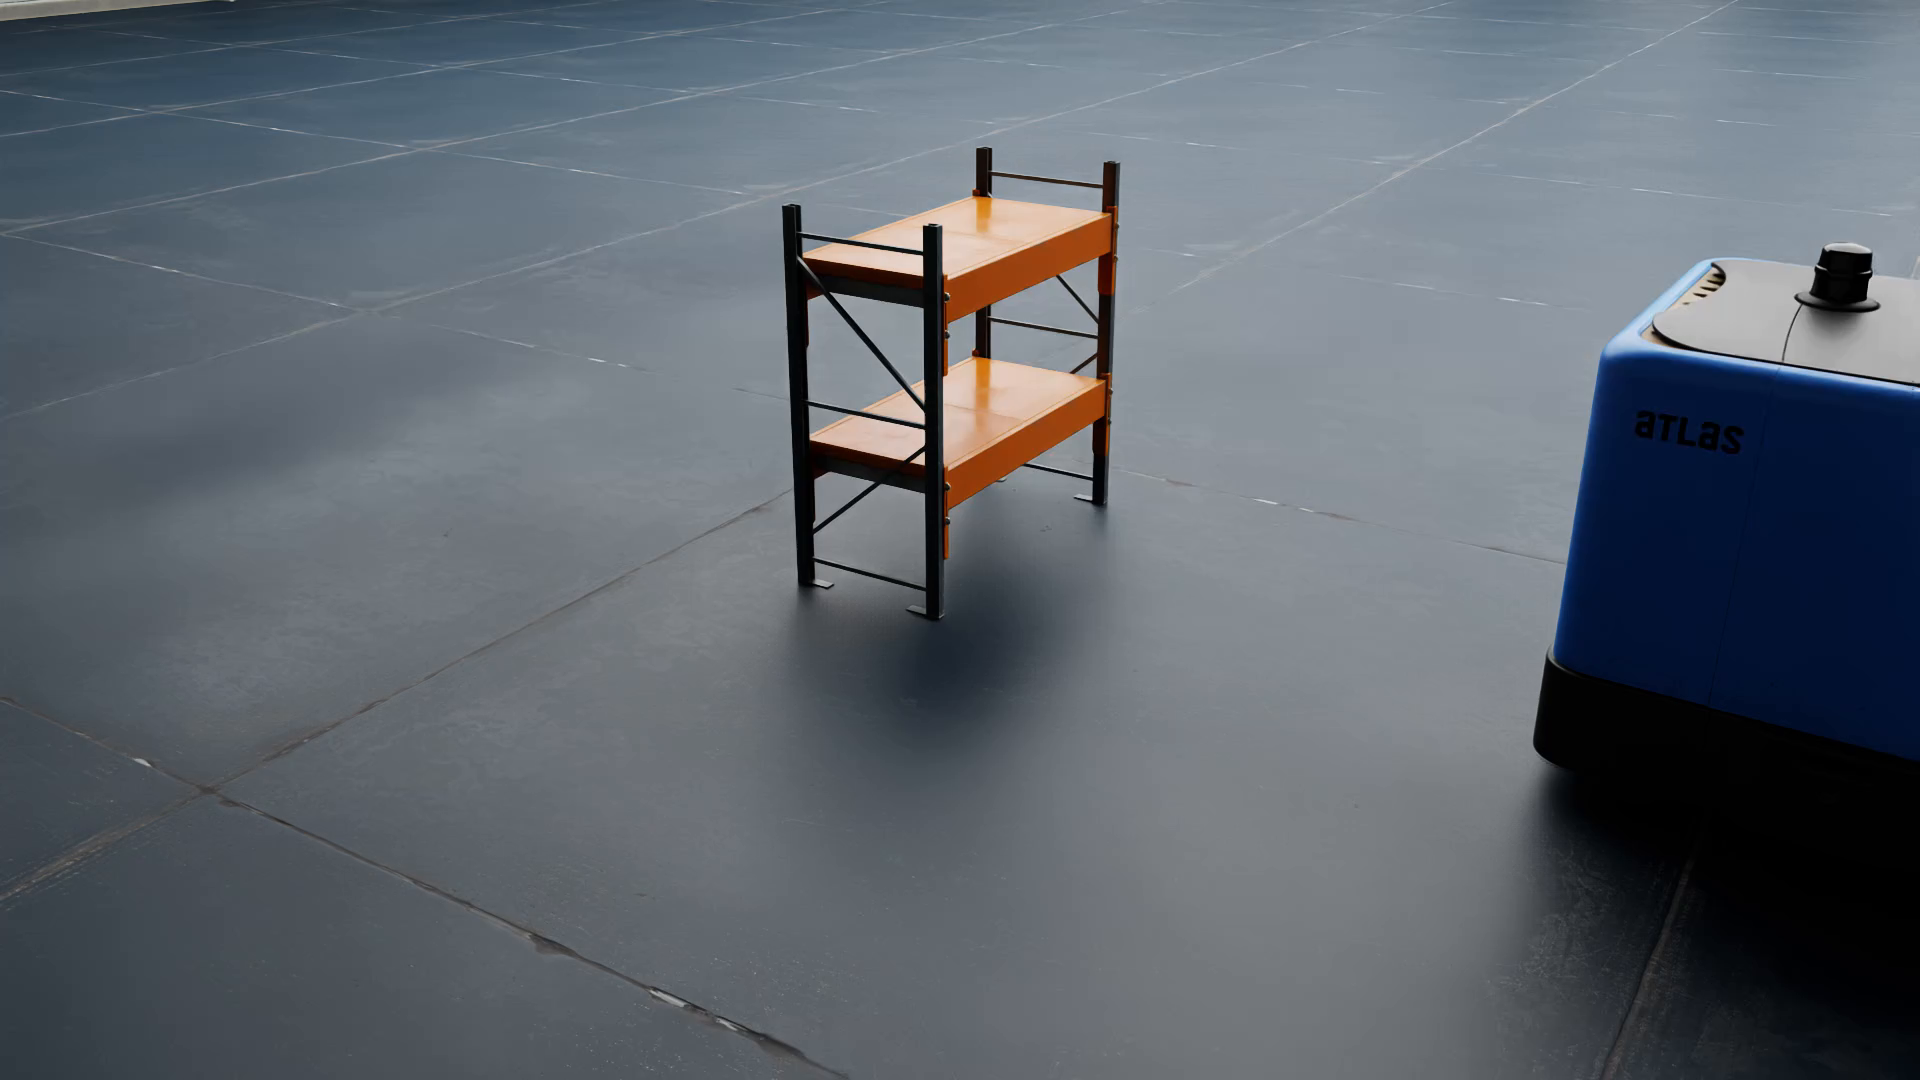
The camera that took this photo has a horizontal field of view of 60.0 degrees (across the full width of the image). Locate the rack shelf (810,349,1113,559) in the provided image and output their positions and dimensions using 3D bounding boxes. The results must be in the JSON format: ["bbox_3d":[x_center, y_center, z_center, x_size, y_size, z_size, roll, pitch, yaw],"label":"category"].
[{"bbox_3d":[0.004,-0.294,5.129,0.538,0.278,1.000,14,27,29],"label":"rack shelf"}]

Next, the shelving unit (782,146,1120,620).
[{"bbox_3d":[0.004,-0.518,5.032,0.538,1.125,1.048,14,27,29],"label":"shelving unit"}]

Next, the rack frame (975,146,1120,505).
[{"bbox_3d":[0.272,-0.690,5.428,0.500,1.125,0.032,14,27,29],"label":"rack frame"}]

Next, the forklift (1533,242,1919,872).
[{"bbox_3d":[2.863,-0.606,2.961,3.031,2.935,1.130,15,28,31],"label":"forklift"}]

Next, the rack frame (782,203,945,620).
[{"bbox_3d":[-0.265,-0.347,4.635,0.500,1.125,0.032,14,27,29],"label":"rack frame"}]

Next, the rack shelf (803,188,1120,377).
[{"bbox_3d":[0.004,-0.787,4.916,0.538,0.278,1.000,14,27,29],"label":"rack shelf"}]
